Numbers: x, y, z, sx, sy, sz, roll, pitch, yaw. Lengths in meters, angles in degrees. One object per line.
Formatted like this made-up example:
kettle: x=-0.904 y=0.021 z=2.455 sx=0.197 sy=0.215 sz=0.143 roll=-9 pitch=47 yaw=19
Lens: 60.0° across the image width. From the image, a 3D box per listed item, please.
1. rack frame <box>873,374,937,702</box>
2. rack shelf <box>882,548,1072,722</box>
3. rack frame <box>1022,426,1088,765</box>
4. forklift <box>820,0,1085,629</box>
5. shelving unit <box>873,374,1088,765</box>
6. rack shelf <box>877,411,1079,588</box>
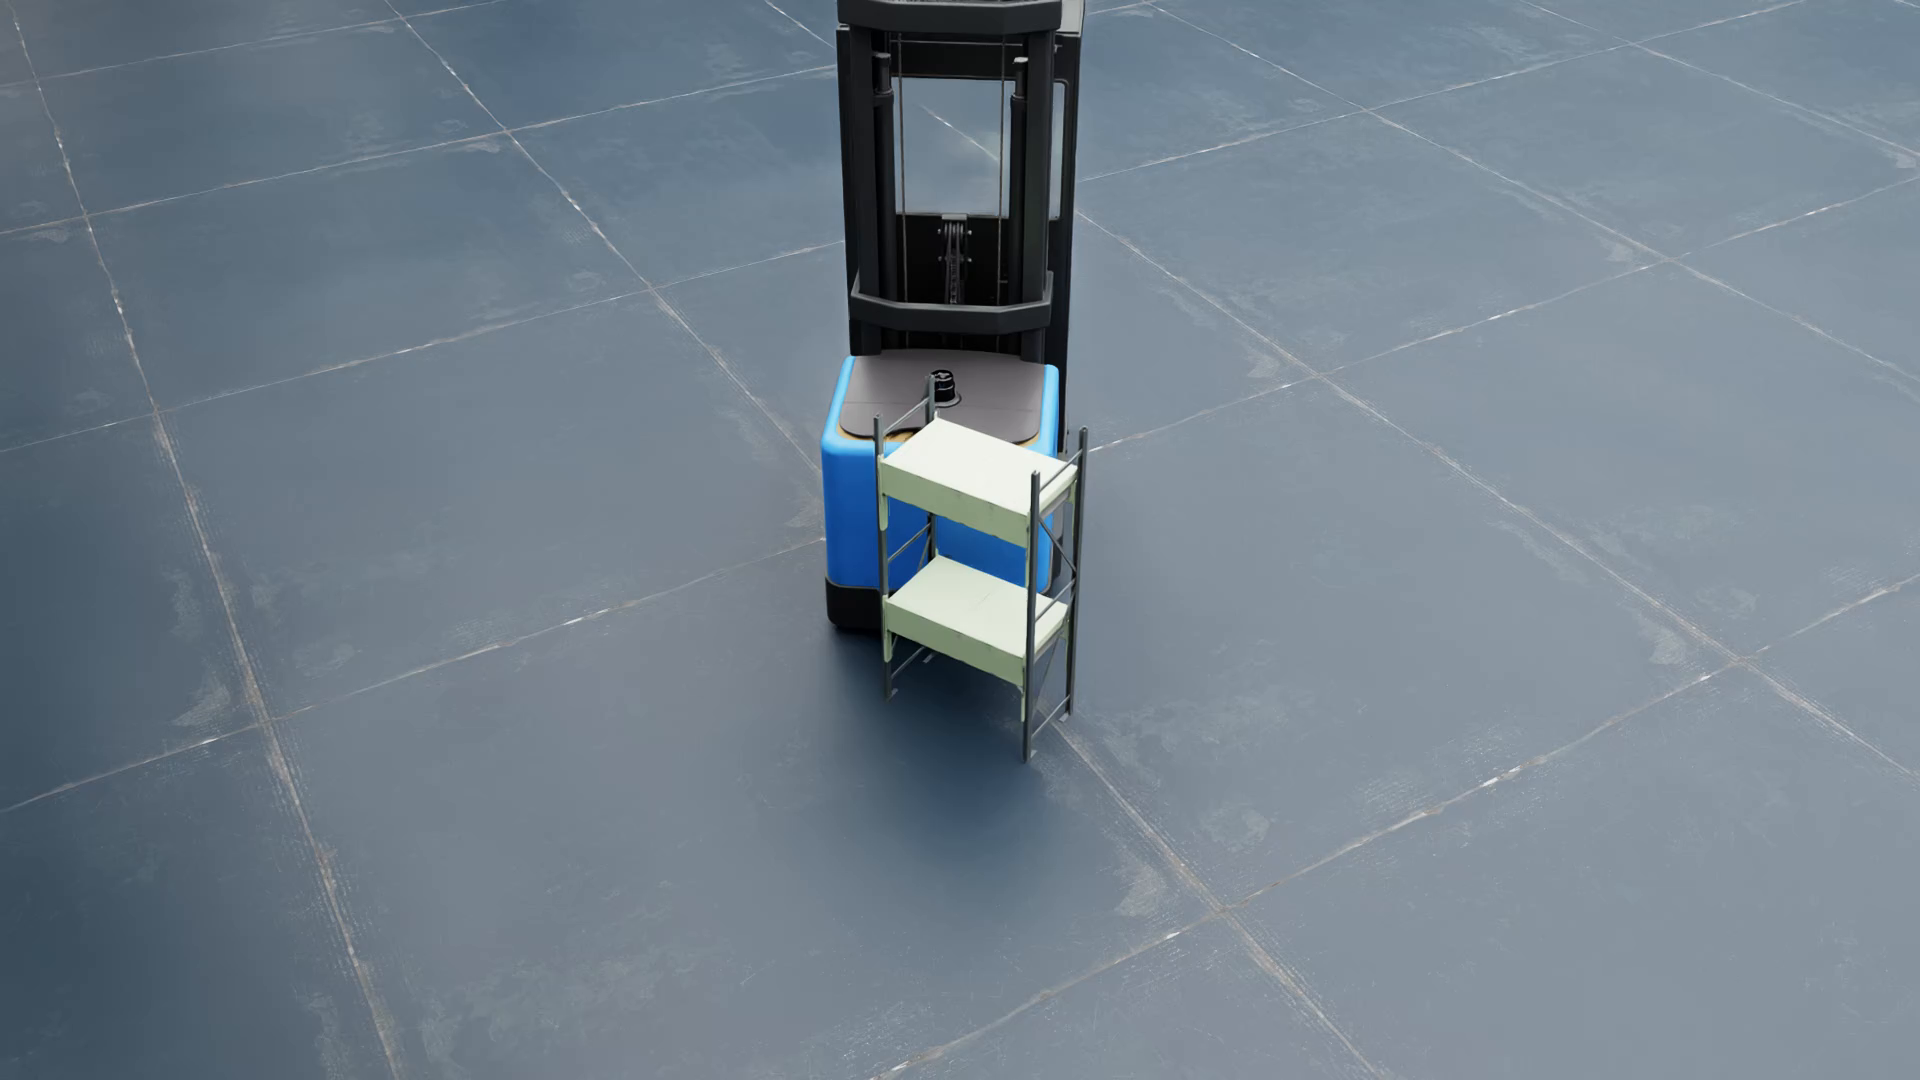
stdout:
rack frame: x=-0.226 y=0.021 z=7.176 sx=0.023 sy=1.500 sz=0.400 roll=21 pitch=41 yaw=26
rack shelf: x=0.080 y=0.403 z=7.207 sx=0.720 sy=0.370 sz=0.431 roll=21 pitch=41 yaw=26
rack frame: x=0.386 y=0.258 z=6.852 sx=0.023 sy=1.500 sz=0.400 roll=21 pitch=41 yaw=26
forklift: x=0.016 y=-1.583 z=8.160 sx=1.130 sy=2.935 sz=3.031 roll=3 pitch=36 yaw=4
shelving unit: x=0.080 y=0.140 z=7.014 sx=0.755 sy=1.500 sz=0.431 roll=21 pitch=41 yaw=26
rack shelf: x=0.080 y=-0.175 z=6.784 sx=0.720 sy=0.370 sz=0.431 roll=21 pitch=41 yaw=26
